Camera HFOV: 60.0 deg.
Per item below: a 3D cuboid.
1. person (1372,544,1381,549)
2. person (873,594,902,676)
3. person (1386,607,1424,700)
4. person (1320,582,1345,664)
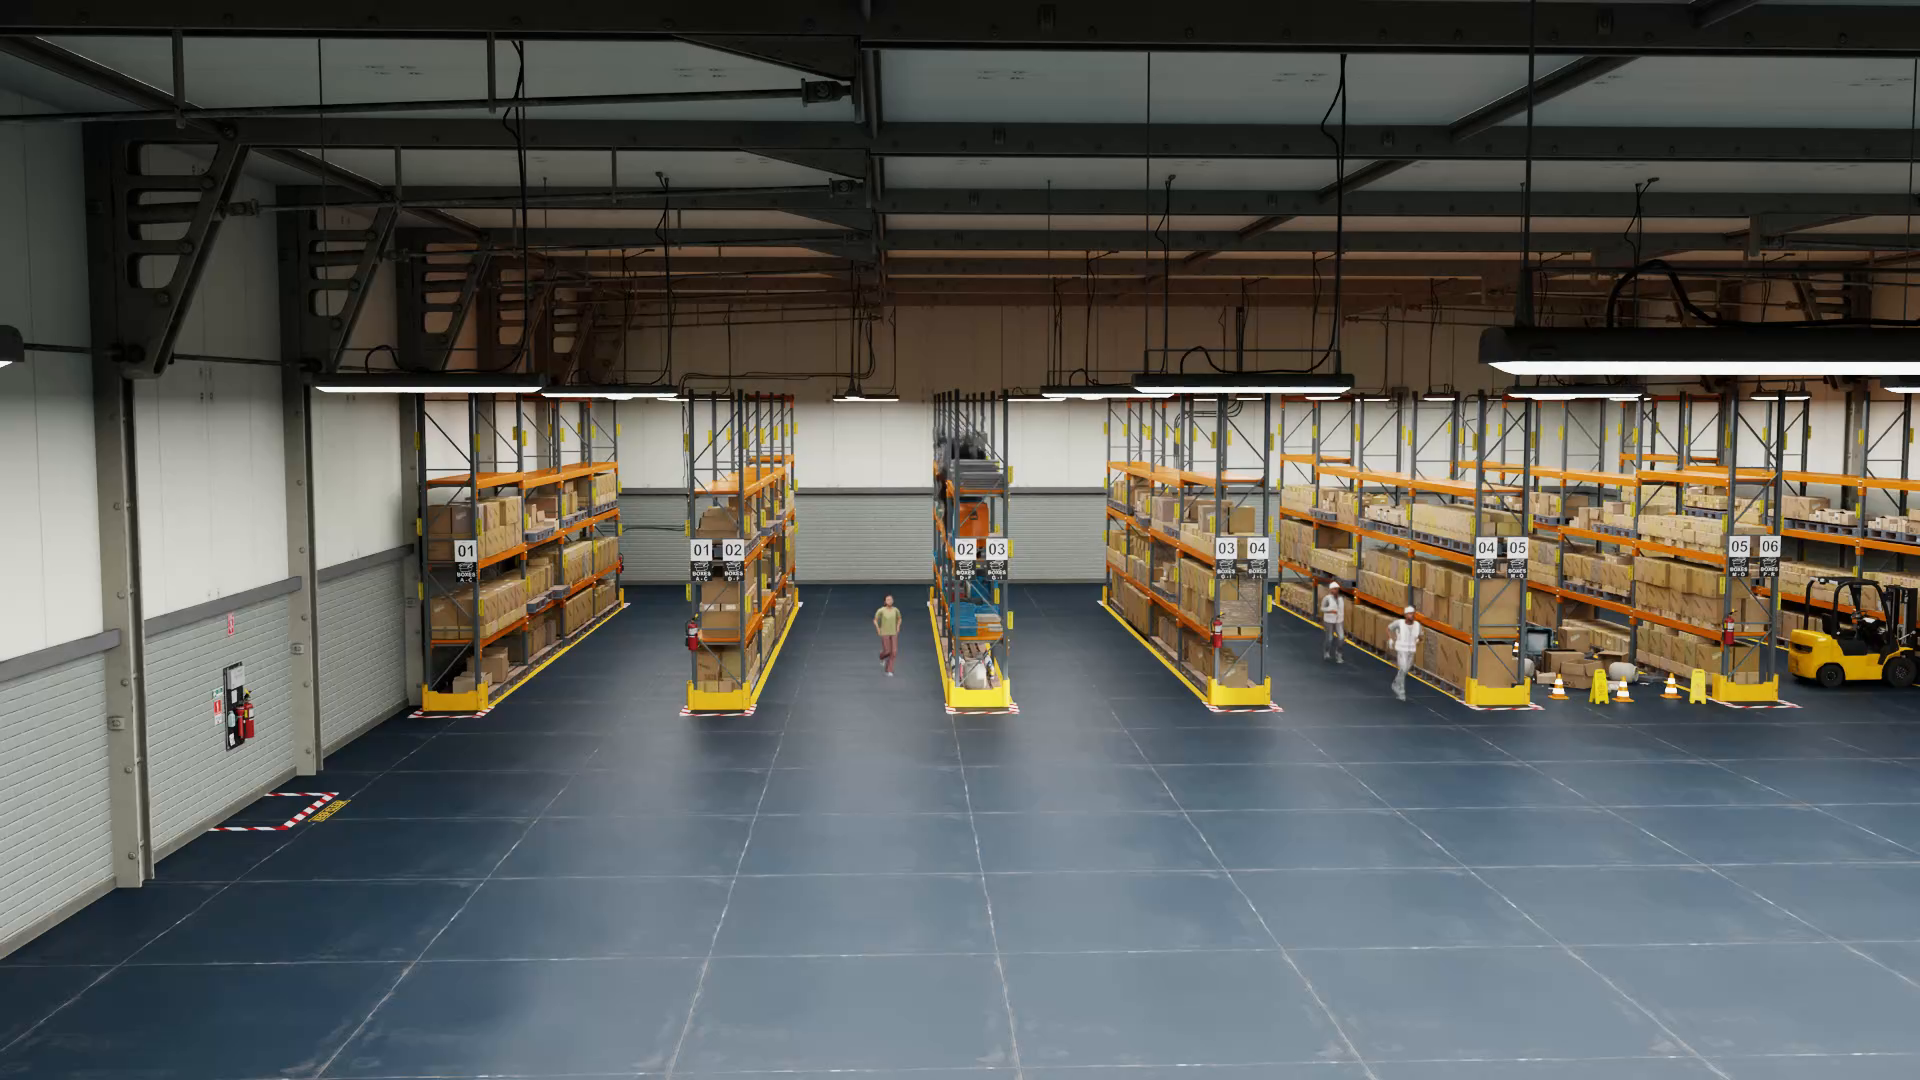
[{"bbox_3d":[12.649,0.937,49.237,0.970,1.642,0.607,-1,5,-11],"label":"person"},{"bbox_3d":[-1.435,1.901,33.369,0.581,1.636,0.565,-2,5,-19],"label":"person"},{"bbox_3d":[8.714,2.207,32.554,0.681,1.838,0.764,-1,5,-12],"label":"person"},{"bbox_3d":[8.285,1.845,36.913,0.642,1.834,0.768,-1,5,-9],"label":"person"}]
